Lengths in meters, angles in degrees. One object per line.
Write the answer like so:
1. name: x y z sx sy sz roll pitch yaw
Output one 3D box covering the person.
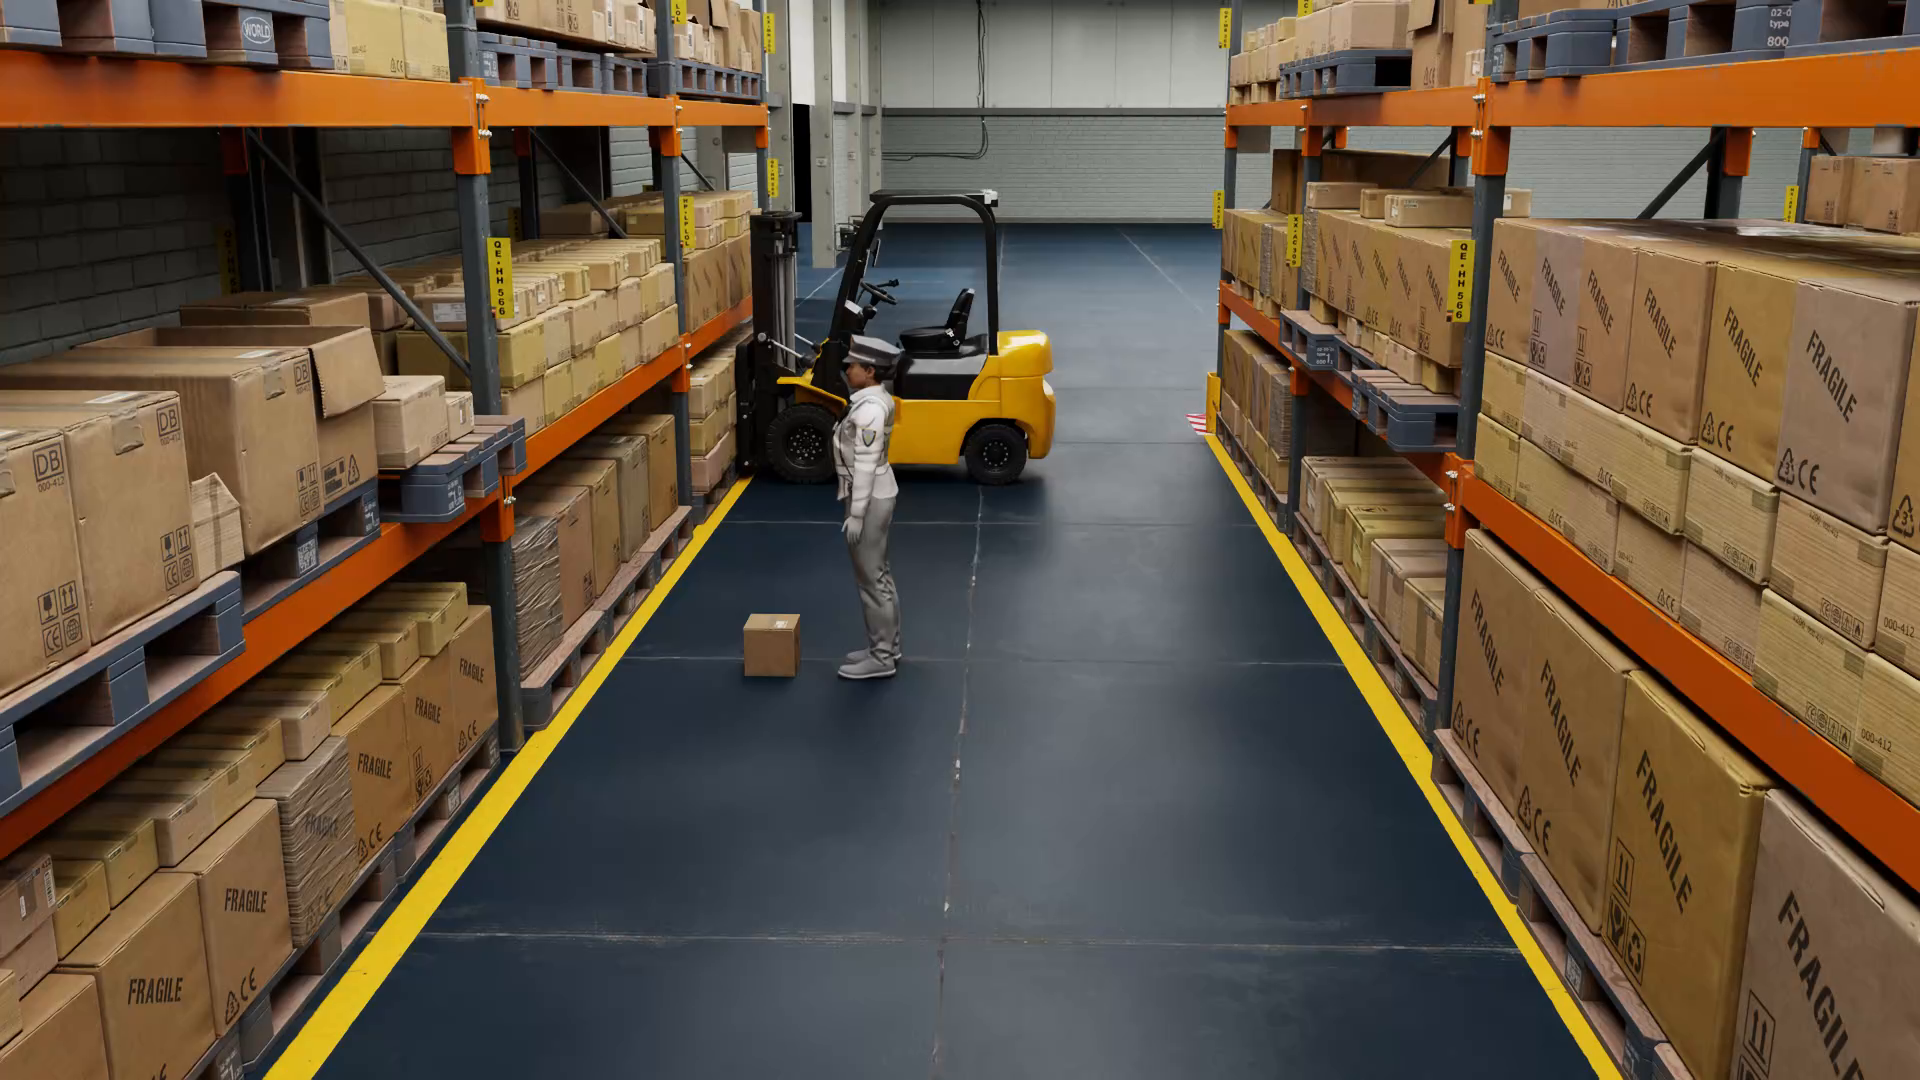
1. person: -0.459 -0.159 8.117 0.344 1.697 0.467 1 14 3
